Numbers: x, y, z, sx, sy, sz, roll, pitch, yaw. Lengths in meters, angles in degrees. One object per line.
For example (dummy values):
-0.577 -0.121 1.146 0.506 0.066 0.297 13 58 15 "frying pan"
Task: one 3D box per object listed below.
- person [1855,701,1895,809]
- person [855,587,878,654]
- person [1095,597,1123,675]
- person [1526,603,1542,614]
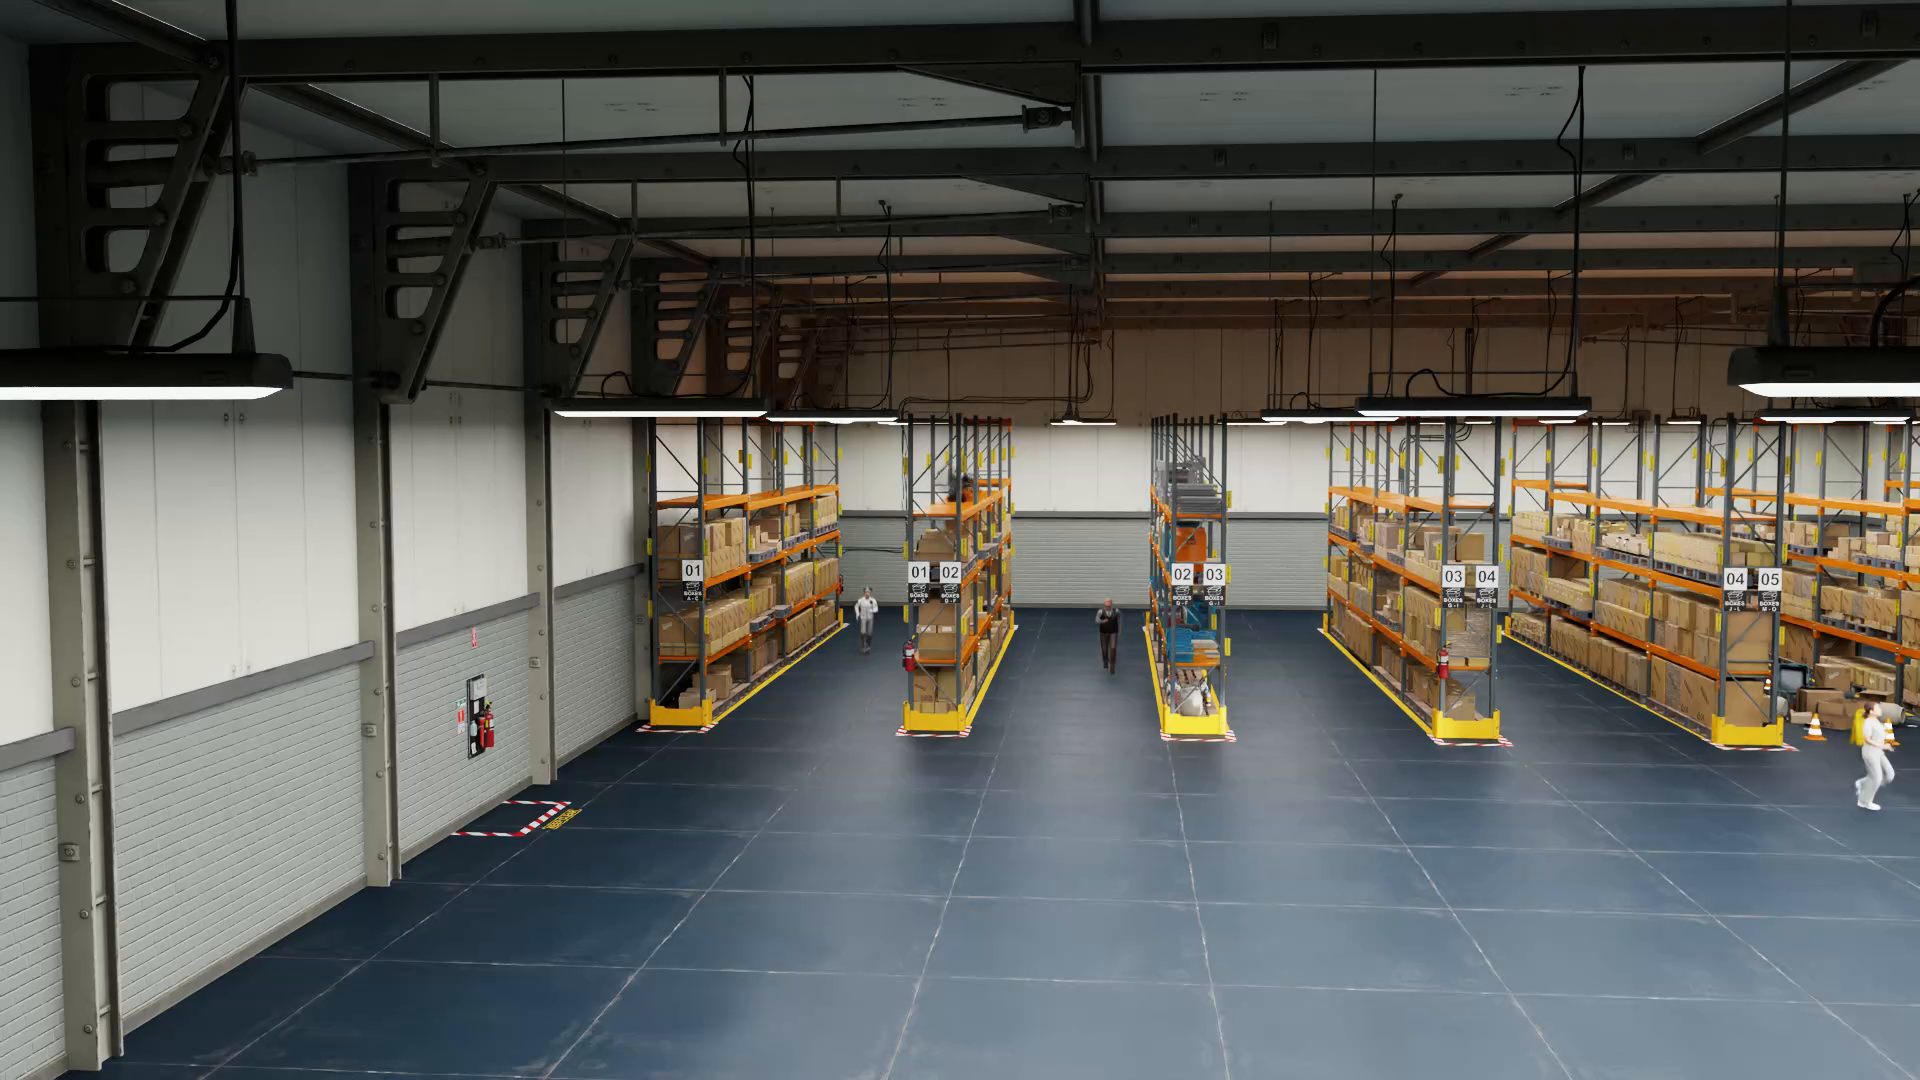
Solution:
13.746 3.239 24.986 0.559 1.610 0.560 4 5 45 "person"
-2.370 2.036 42.260 0.579 1.706 0.685 0 4 -5 "person"
3.485 2.230 38.957 0.633 1.773 0.821 1 4 8 "person"
16.479 1.755 47.458 0.487 1.620 0.876 3 5 34 "person"
